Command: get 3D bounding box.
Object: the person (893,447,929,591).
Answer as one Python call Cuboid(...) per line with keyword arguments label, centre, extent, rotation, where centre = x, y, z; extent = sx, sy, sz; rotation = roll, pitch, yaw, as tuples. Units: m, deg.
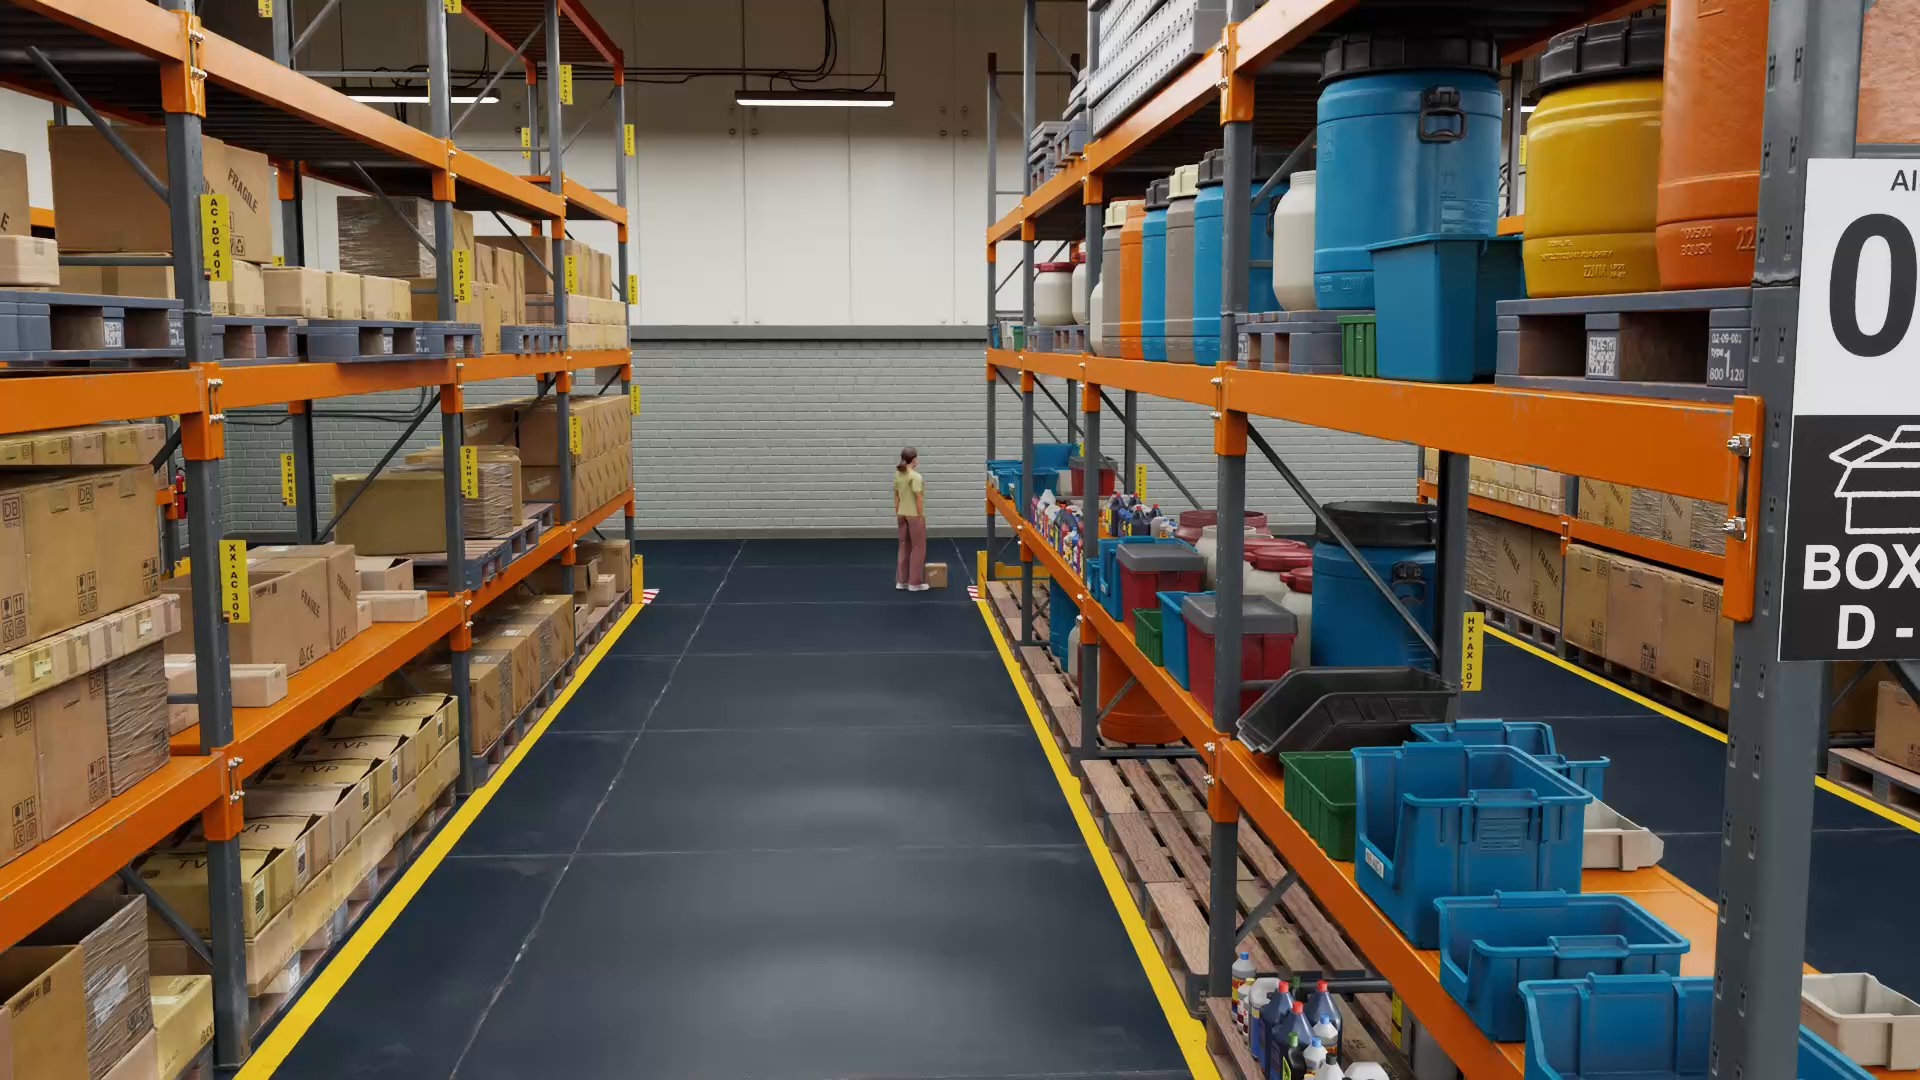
Cuboid(label="person", centre=(-0.582, -0.245, 19.317), extent=(0.440, 1.675, 0.362), rotation=(6, 9, 42))
